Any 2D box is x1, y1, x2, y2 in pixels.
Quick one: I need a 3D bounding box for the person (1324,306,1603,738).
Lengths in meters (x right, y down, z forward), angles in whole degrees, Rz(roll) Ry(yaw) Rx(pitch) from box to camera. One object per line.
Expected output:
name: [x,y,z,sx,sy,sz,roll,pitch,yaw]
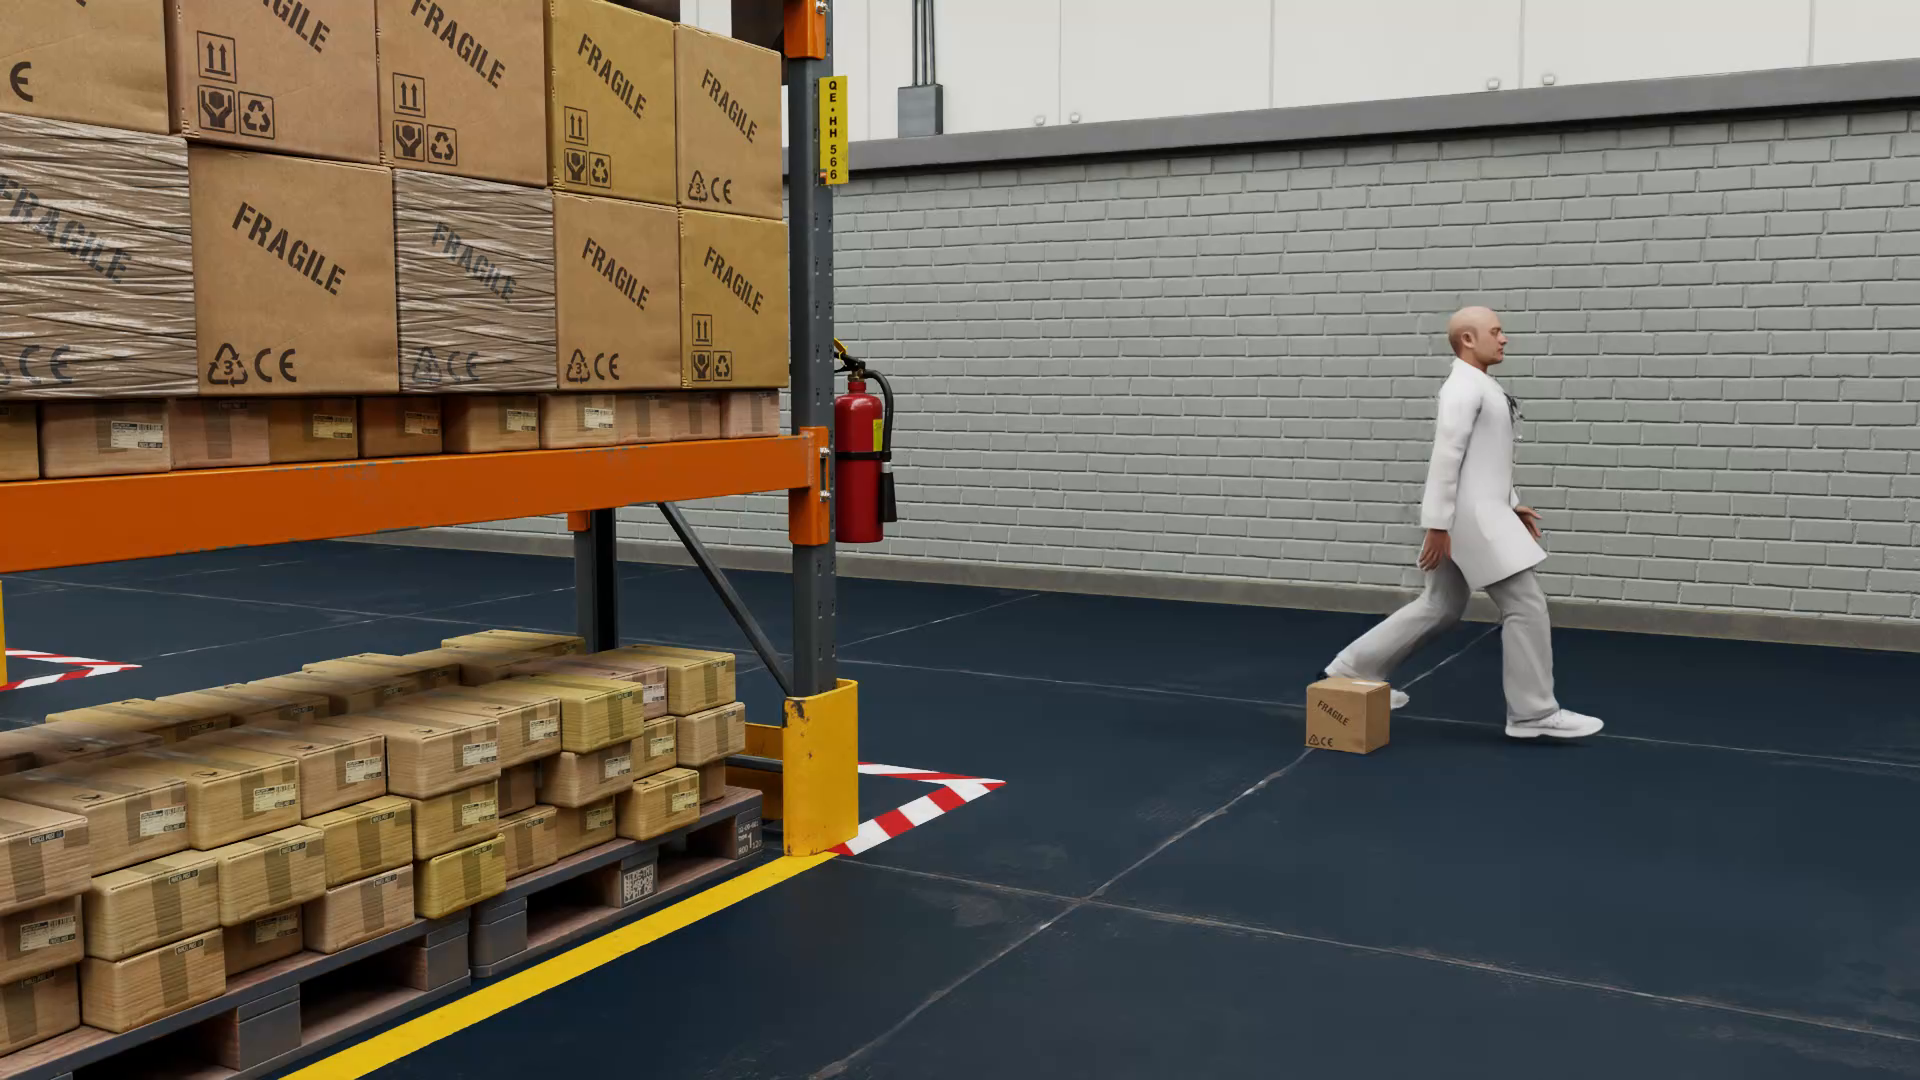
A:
person: [2.068,-0.083,6.815,1.101,1.733,0.598,1,6,14]
